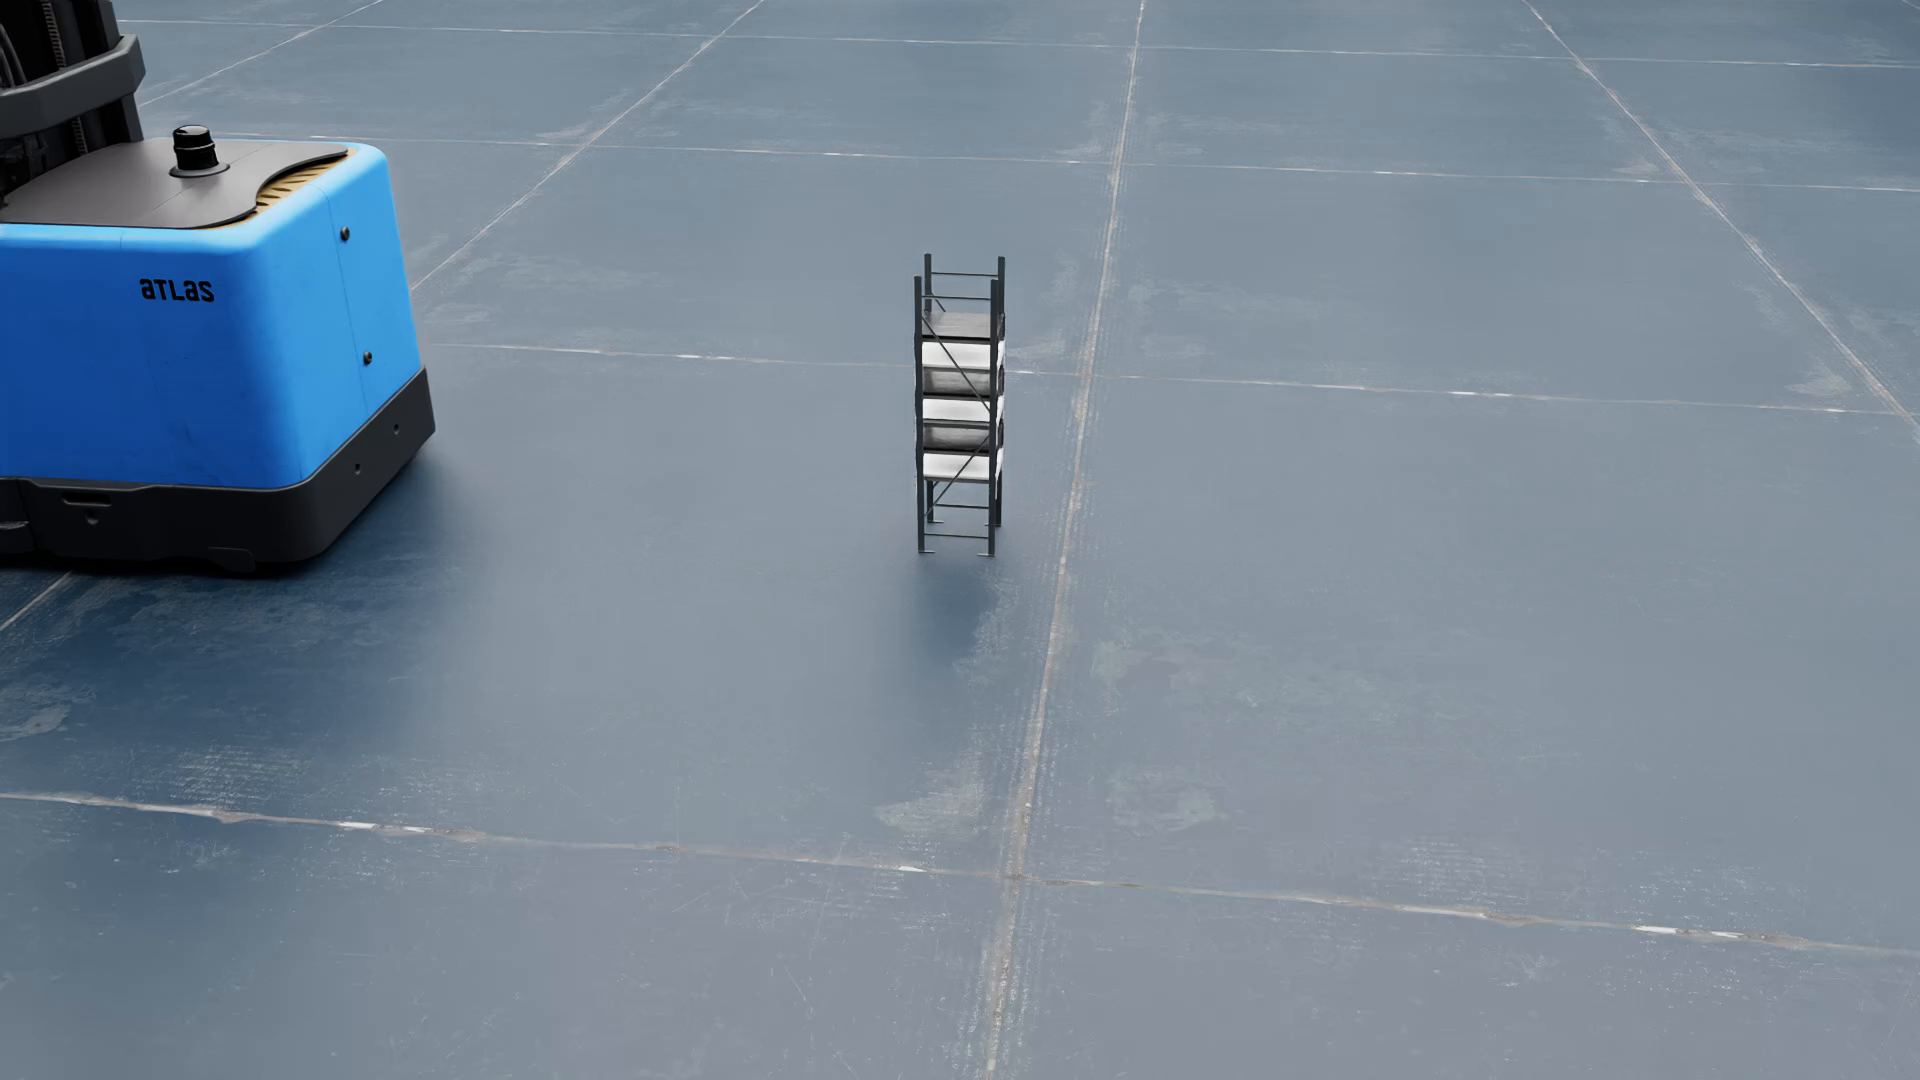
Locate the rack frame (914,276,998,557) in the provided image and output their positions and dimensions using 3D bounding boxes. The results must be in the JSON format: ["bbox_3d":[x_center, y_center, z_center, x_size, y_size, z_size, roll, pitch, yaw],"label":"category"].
[{"bbox_3d":[-0.011,-0.352,4.955,0.240,0.900,0.006,3,28,6],"label":"rack frame"}]

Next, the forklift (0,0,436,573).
[{"bbox_3d":[-3.382,-1.479,4.904,3.031,2.935,1.130,3,28,5],"label":"forklift"}]

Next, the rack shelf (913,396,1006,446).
[{"bbox_3d":[0.001,-0.371,5.059,0.258,0.077,0.200,3,28,6],"label":"rack shelf"}]

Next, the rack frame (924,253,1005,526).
[{"bbox_3d":[0.013,-0.448,5.132,0.240,0.900,0.006,3,28,6],"label":"rack frame"}]

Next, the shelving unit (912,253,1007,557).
[{"bbox_3d":[0.001,-0.400,5.044,0.258,0.900,0.210,3,28,6],"label":"shelving unit"}]

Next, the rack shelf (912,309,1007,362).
[{"bbox_3d":[0.001,-0.608,4.931,0.258,0.077,0.200,3,28,6],"label":"rack shelf"}]

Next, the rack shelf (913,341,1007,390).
[{"bbox_3d":[0.001,-0.529,4.974,0.258,0.077,0.200,3,28,6],"label":"rack shelf"}]

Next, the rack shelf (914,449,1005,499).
[{"bbox_3d":[0.001,-0.212,5.145,0.258,0.077,0.200,3,28,6],"label":"rack shelf"}]

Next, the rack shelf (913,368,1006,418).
[{"bbox_3d":[0.001,-0.450,5.017,0.258,0.077,0.200,3,28,6],"label":"rack shelf"}]

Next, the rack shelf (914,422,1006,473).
[{"bbox_3d":[0.001,-0.291,5.102,0.258,0.077,0.200,3,28,6],"label":"rack shelf"}]
